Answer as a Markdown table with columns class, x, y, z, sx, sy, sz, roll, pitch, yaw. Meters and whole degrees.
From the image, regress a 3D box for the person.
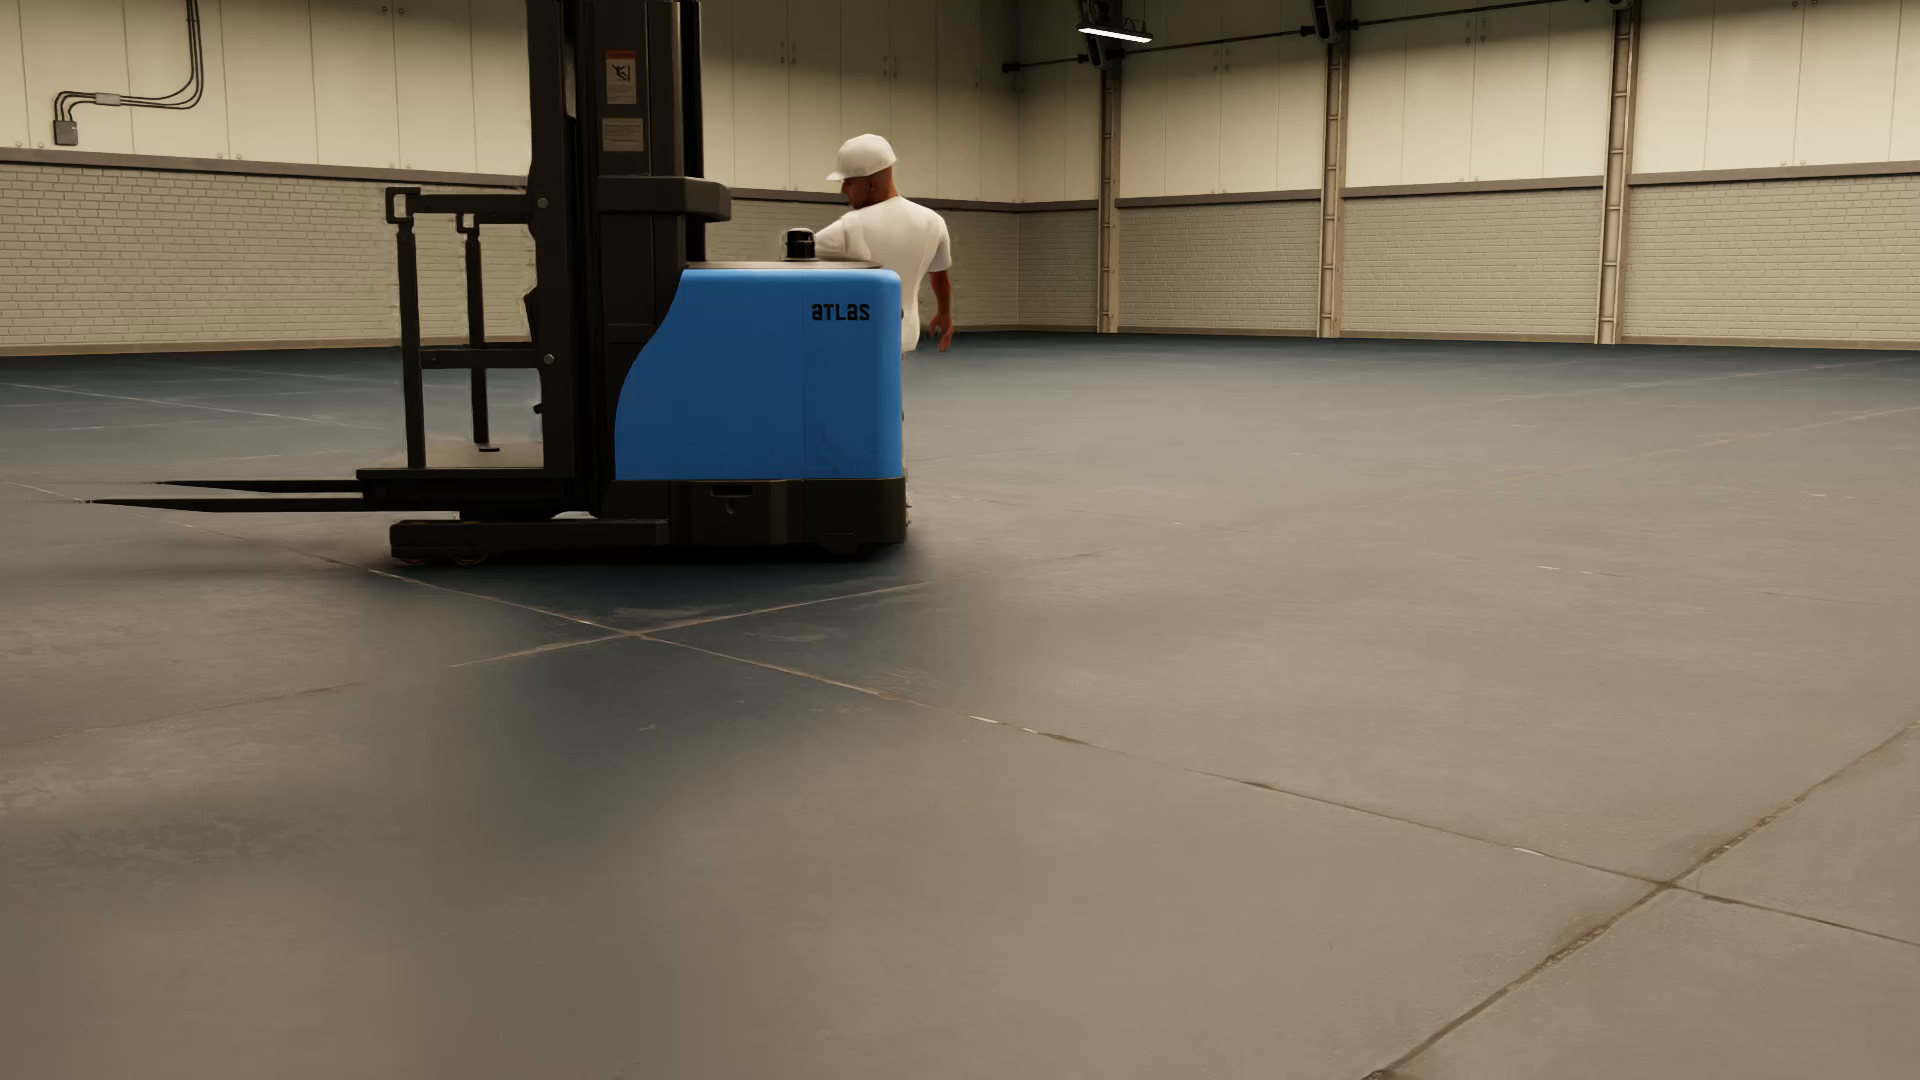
| class | x | y | z | sx | sy | sz | roll | pitch | yaw |
| --- | --- | --- | --- | --- | --- | --- | --- | --- | --- |
| person | -0.340 | -0.864 | 7.074 | 0.884 | 1.633 | 0.842 | 7 | 11 | 39 |

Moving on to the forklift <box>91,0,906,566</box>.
| class | x | y | z | sx | sy | sz | roll | pitch | yaw |
| --- | --- | --- | --- | --- | --- | --- | --- | --- | --- |
| forklift | -1.737 | -1.434 | 6.397 | 3.031 | 2.935 | 1.130 | 0 | 9 | -3 |
